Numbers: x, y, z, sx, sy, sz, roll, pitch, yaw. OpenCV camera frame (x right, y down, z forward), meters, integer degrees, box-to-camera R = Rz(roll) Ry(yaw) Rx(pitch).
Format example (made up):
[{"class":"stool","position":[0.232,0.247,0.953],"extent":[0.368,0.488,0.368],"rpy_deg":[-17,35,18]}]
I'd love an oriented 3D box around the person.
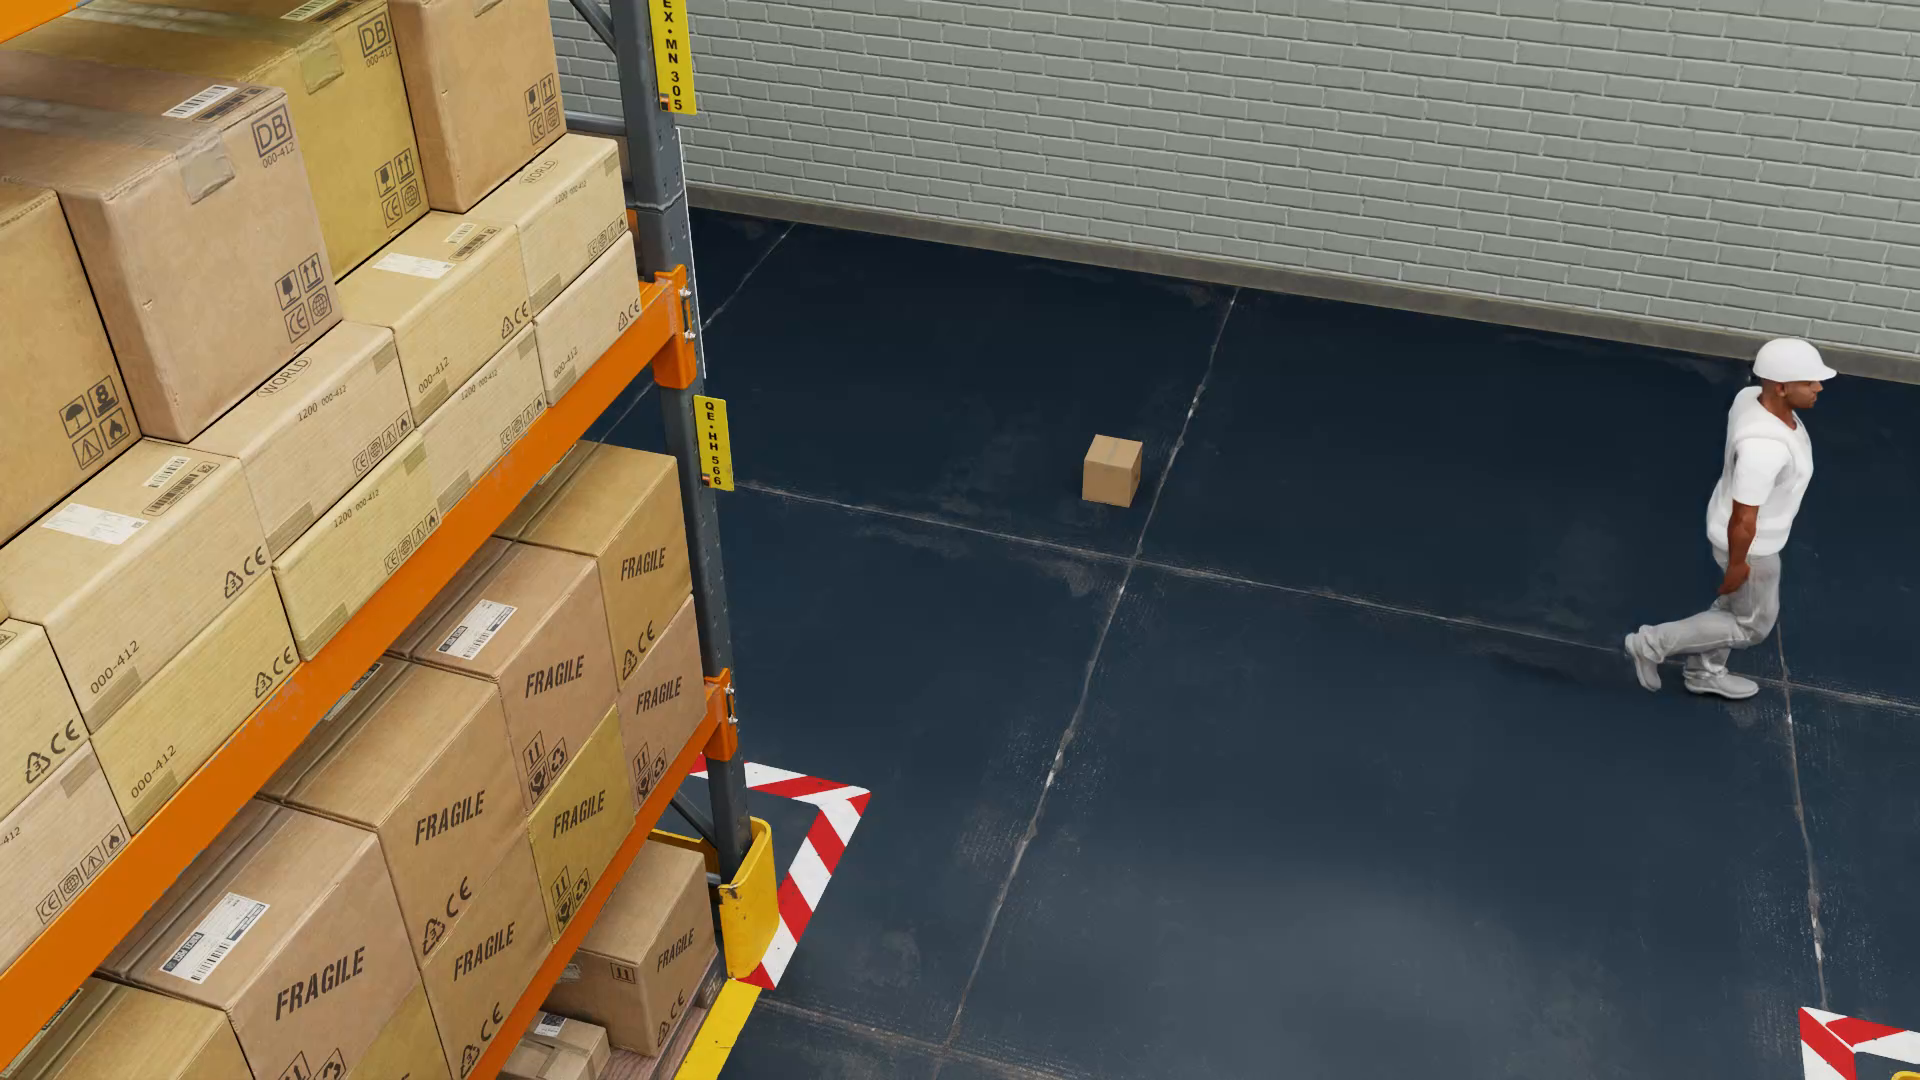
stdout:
[{"class":"person","position":[3.229,-0.044,6.900],"extent":[0.606,1.754,0.569],"rpy_deg":[14,39,17]}]
